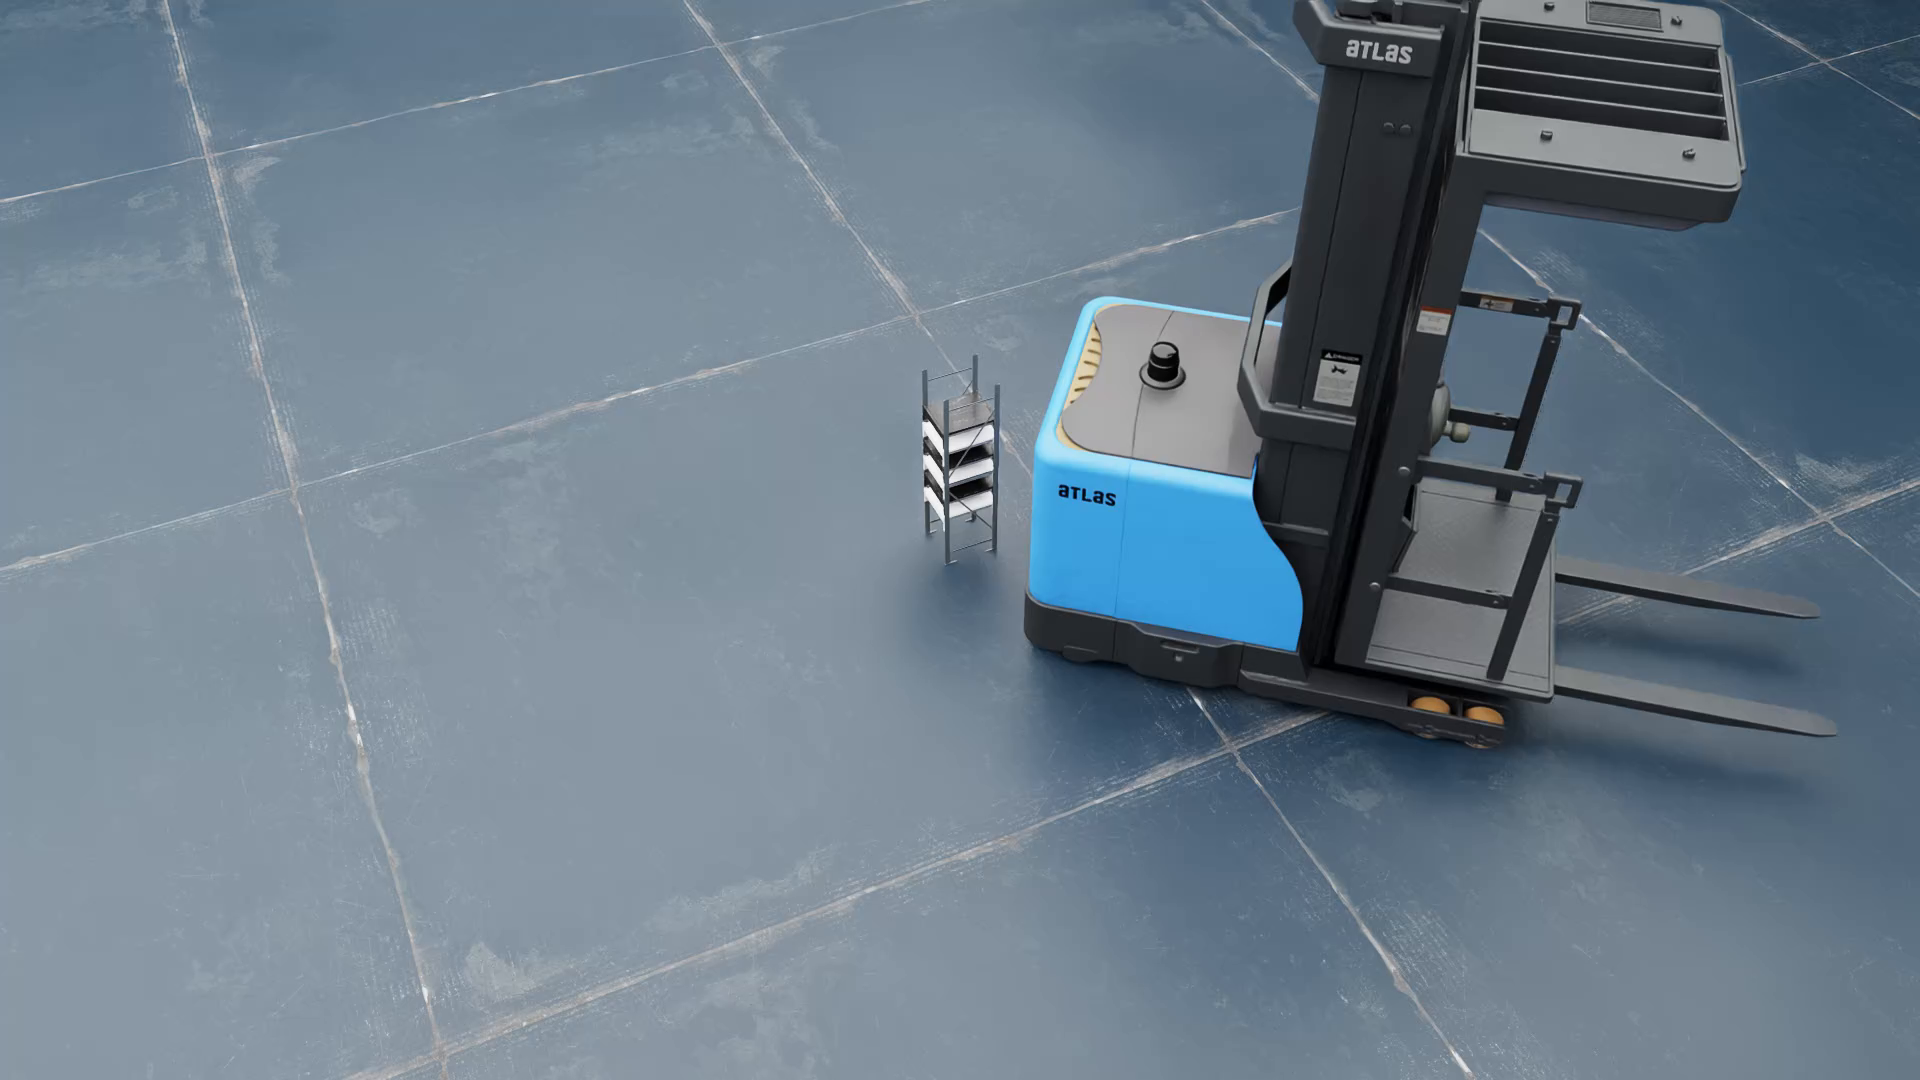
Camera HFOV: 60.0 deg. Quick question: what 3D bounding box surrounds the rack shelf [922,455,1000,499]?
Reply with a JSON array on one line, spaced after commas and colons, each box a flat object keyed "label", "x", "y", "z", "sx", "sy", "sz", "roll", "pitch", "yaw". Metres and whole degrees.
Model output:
[{"label": "rack shelf", "x": 0.003, "y": -0.291, "z": 6.821, "sx": 0.258, "sy": 0.077, "sz": 0.200, "roll": -18, "pitch": 47, "yaw": -17}]

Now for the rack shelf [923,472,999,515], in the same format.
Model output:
[{"label": "rack shelf", "x": 0.003, "y": -0.227, "z": 6.884, "sx": 0.258, "sy": 0.077, "sz": 0.200, "roll": -18, "pitch": 47, "yaw": -17}]

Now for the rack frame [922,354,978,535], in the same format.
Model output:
[{"label": "rack frame", "x": -0.039, "y": -0.380, "z": 6.863, "sx": 0.240, "sy": 0.900, "sz": 0.006, "roll": -18, "pitch": 47, "yaw": -17}]

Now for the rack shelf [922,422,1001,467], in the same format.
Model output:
[{"label": "rack shelf", "x": 0.003, "y": -0.420, "z": 6.695, "sx": 0.258, "sy": 0.077, "sz": 0.200, "roll": -18, "pitch": 47, "yaw": -17}]

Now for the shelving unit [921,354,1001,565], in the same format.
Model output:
[{"label": "shelving unit", "x": 0.003, "y": -0.315, "z": 6.798, "sx": 0.258, "sy": 0.900, "sz": 0.210, "roll": -18, "pitch": 47, "yaw": -17}]

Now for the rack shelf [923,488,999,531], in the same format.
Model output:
[{"label": "rack shelf", "x": 0.003, "y": -0.163, "z": 6.947, "sx": 0.258, "sy": 0.077, "sz": 0.200, "roll": -18, "pitch": 47, "yaw": -17}]

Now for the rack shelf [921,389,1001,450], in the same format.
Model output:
[{"label": "rack shelf", "x": 0.003, "y": -0.484, "z": 6.631, "sx": 0.258, "sy": 0.077, "sz": 0.200, "roll": -18, "pitch": 47, "yaw": -17}]

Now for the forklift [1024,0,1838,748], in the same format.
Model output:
[{"label": "forklift", "x": 1.829, "y": -0.668, "z": 5.709, "sx": 3.031, "sy": 2.935, "sz": 1.130, "roll": 10, "pitch": 46, "yaw": 10}]

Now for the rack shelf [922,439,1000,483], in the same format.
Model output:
[{"label": "rack shelf", "x": 0.003, "y": -0.355, "z": 6.758, "sx": 0.258, "sy": 0.077, "sz": 0.200, "roll": -18, "pitch": 47, "yaw": -17}]

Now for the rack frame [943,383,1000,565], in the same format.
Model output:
[{"label": "rack frame", "x": 0.046, "y": -0.250, "z": 6.732, "sx": 0.240, "sy": 0.900, "sz": 0.006, "roll": -18, "pitch": 47, "yaw": -17}]
